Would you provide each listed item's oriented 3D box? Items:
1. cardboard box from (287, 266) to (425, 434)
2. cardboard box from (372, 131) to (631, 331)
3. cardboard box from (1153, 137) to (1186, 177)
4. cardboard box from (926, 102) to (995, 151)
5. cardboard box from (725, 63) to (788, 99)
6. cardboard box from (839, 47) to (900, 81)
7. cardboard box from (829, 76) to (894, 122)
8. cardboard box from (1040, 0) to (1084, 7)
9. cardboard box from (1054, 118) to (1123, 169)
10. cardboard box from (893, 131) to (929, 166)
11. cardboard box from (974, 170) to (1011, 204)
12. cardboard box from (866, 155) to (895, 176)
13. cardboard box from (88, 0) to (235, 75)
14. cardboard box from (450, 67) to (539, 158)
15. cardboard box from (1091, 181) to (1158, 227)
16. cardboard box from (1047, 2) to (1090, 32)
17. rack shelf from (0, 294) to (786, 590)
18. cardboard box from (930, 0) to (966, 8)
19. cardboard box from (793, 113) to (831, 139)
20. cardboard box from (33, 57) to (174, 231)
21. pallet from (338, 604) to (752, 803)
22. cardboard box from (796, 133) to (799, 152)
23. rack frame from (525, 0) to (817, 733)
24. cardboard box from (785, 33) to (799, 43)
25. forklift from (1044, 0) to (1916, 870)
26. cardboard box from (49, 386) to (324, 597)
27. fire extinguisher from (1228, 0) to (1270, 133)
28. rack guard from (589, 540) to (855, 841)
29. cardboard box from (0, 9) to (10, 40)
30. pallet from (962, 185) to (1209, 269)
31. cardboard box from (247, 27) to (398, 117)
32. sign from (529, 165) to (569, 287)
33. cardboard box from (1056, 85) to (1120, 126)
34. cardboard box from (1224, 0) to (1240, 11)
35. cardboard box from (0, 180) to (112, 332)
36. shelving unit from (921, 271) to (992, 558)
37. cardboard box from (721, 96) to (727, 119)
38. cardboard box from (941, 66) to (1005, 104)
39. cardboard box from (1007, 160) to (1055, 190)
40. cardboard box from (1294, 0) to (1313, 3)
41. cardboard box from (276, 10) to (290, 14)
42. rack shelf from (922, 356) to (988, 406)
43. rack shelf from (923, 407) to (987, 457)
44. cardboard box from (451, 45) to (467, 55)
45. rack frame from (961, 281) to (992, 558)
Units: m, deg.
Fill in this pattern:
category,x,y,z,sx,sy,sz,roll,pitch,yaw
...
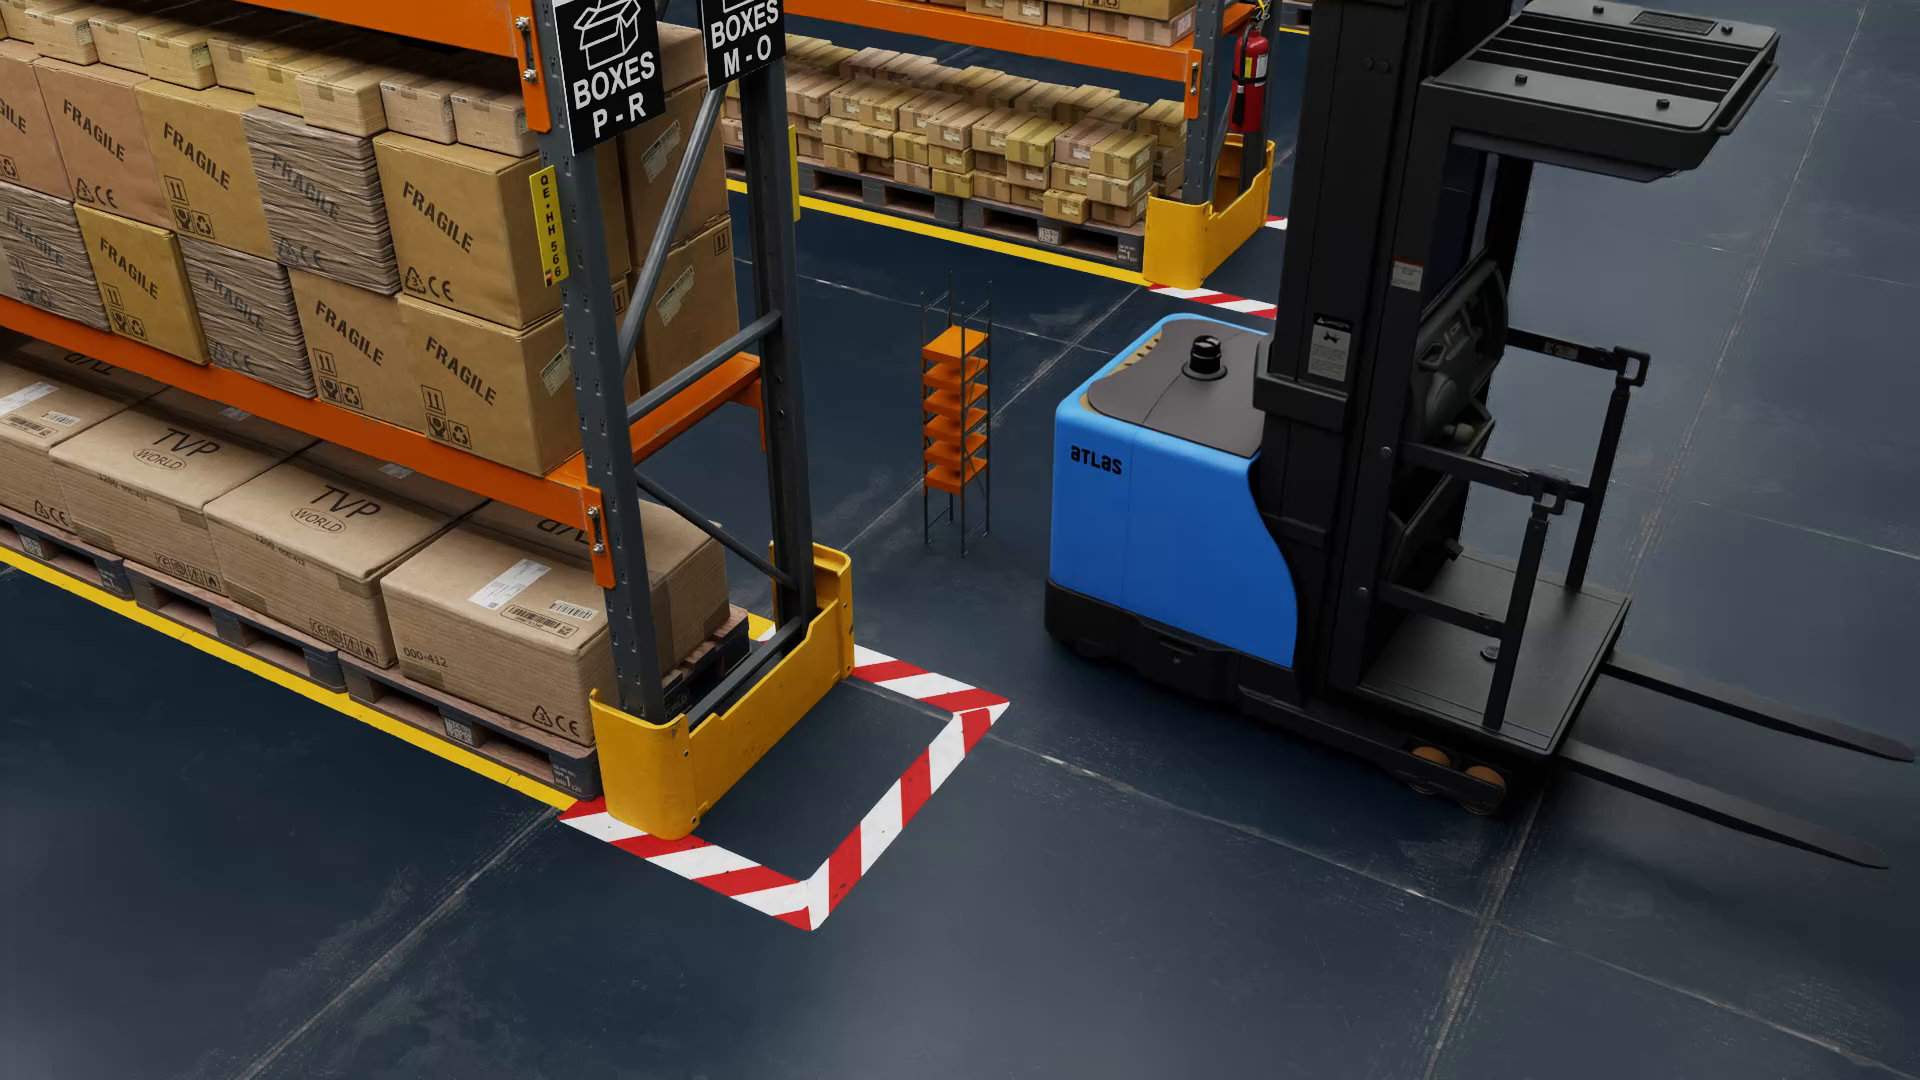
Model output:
category,x,y,z,sx,sy,sz,roll,pitch,yaw
cardboard box,-1.824,-0.731,5.551,0.500,0.500,0.500,17,37,23
cardboard box,-1.383,-1.015,5.075,0.500,0.500,0.500,19,38,26
cardboard box,1.195,-2.328,9.965,0.250,0.149,0.380,19,38,26
cardboard box,0.005,-2.464,9.900,0.250,0.149,0.380,19,38,26
cardboard box,-1.301,-2.940,10.615,0.250,0.149,0.380,17,37,24
cardboard box,-0.584,-3.057,10.791,0.250,0.149,0.380,16,37,22
cardboard box,-0.605,-2.735,10.307,0.250,0.149,0.380,16,37,22
cardboard box,0.560,-3.258,9.078,0.500,0.500,0.500,17,37,24
cardboard box,0.747,-2.305,9.662,0.250,0.149,0.380,18,38,25
cardboard box,-0.199,-2.426,10.112,0.250,0.149,0.380,20,38,27
cardboard box,0.281,-2.179,10.009,0.250,0.149,0.380,18,38,25
cardboard box,-0.381,-2.410,10.355,0.250,0.149,0.380,19,38,26
cardboard box,-2.611,-1.675,5.481,0.250,0.149,0.380,19,38,26
cardboard box,-1.257,-1.269,4.872,0.250,0.149,0.380,18,38,25
cardboard box,0.962,-1.981,9.712,0.250,0.149,0.380,18,38,25
cardboard box,0.676,-2.946,9.195,0.250,0.149,0.380,17,37,24
rack shelf,-2.583,-0.790,6.378,4.000,0.370,1.077,18,37,24
cardboard box,0.024,-3.195,9.568,0.250,0.149,0.380,16,37,22
cardboard box,-0.841,-2.669,10.476,0.250,0.149,0.380,19,38,27
cardboard box,-2.715,-1.421,5.686,0.500,0.500,0.500,17,37,24
pallet,-1.579,0.439,6.400,1.213,0.211,1.003,18,37,24
cardboard box,-1.076,-2.620,10.671,0.250,0.149,0.380,17,37,23
rack frame,-0.846,-0.539,5.353,0.127,3.000,1.000,18,37,24
cardboard box,-1.271,-3.261,11.097,0.250,0.149,0.380,18,38,25
forklift,1.851,-0.599,5.505,3.031,2.935,1.130,20,38,27
cardboard box,-3.050,-0.277,6.893,0.875,0.438,0.875,16,37,23
fire extinguisher,1.512,-2.470,8.659,0.183,0.674,0.296,18,37,24
rack guard,-0.825,0.508,6.036,0.348,0.500,1.175,18,37,24
cardboard box,-3.299,-1.858,5.756,0.250,0.149,0.380,16,37,23
pallet,0.769,-2.050,10.137,1.213,0.211,1.003,18,37,24
cardboard box,-1.954,-1.447,5.139,0.250,0.149,0.380,18,38,25
sign,-1.127,-0.862,4.580,0.005,0.325,0.100,18,37,24
cardboard box,0.782,-2.641,10.166,0.250,0.149,0.380,17,37,24
cardboard box,1.404,-3.091,9.412,0.250,0.149,0.380,17,37,24
cardboard box,-3.178,-1.145,6.174,0.500,0.500,0.500,18,38,25
shelving unit,-0.013,-0.503,6.923,0.189,1.200,0.258,18,37,24
cardboard box,-1.530,-2.881,10.795,0.250,0.149,0.380,18,38,25
cardboard box,0.084,-2.845,10.472,0.250,0.149,0.380,18,38,25
cardboard box,0.470,-2.211,9.788,0.250,0.149,0.380,16,37,23
cardboard box,2.686,-4.986,13.569,0.875,0.875,0.875,18,37,24
cardboard box,-2.136,-1.861,5.762,0.250,0.149,0.380,18,38,25
rack shelf,-0.013,-0.666,6.815,0.180,0.103,0.258,18,37,24
rack shelf,-0.013,-0.466,6.948,0.180,0.103,0.258,18,37,24
cardboard box,-1.449,-1.662,5.462,0.250,0.149,0.380,19,38,26
rack frame,0.067,-0.478,6.886,0.006,1.200,0.240,18,37,24
